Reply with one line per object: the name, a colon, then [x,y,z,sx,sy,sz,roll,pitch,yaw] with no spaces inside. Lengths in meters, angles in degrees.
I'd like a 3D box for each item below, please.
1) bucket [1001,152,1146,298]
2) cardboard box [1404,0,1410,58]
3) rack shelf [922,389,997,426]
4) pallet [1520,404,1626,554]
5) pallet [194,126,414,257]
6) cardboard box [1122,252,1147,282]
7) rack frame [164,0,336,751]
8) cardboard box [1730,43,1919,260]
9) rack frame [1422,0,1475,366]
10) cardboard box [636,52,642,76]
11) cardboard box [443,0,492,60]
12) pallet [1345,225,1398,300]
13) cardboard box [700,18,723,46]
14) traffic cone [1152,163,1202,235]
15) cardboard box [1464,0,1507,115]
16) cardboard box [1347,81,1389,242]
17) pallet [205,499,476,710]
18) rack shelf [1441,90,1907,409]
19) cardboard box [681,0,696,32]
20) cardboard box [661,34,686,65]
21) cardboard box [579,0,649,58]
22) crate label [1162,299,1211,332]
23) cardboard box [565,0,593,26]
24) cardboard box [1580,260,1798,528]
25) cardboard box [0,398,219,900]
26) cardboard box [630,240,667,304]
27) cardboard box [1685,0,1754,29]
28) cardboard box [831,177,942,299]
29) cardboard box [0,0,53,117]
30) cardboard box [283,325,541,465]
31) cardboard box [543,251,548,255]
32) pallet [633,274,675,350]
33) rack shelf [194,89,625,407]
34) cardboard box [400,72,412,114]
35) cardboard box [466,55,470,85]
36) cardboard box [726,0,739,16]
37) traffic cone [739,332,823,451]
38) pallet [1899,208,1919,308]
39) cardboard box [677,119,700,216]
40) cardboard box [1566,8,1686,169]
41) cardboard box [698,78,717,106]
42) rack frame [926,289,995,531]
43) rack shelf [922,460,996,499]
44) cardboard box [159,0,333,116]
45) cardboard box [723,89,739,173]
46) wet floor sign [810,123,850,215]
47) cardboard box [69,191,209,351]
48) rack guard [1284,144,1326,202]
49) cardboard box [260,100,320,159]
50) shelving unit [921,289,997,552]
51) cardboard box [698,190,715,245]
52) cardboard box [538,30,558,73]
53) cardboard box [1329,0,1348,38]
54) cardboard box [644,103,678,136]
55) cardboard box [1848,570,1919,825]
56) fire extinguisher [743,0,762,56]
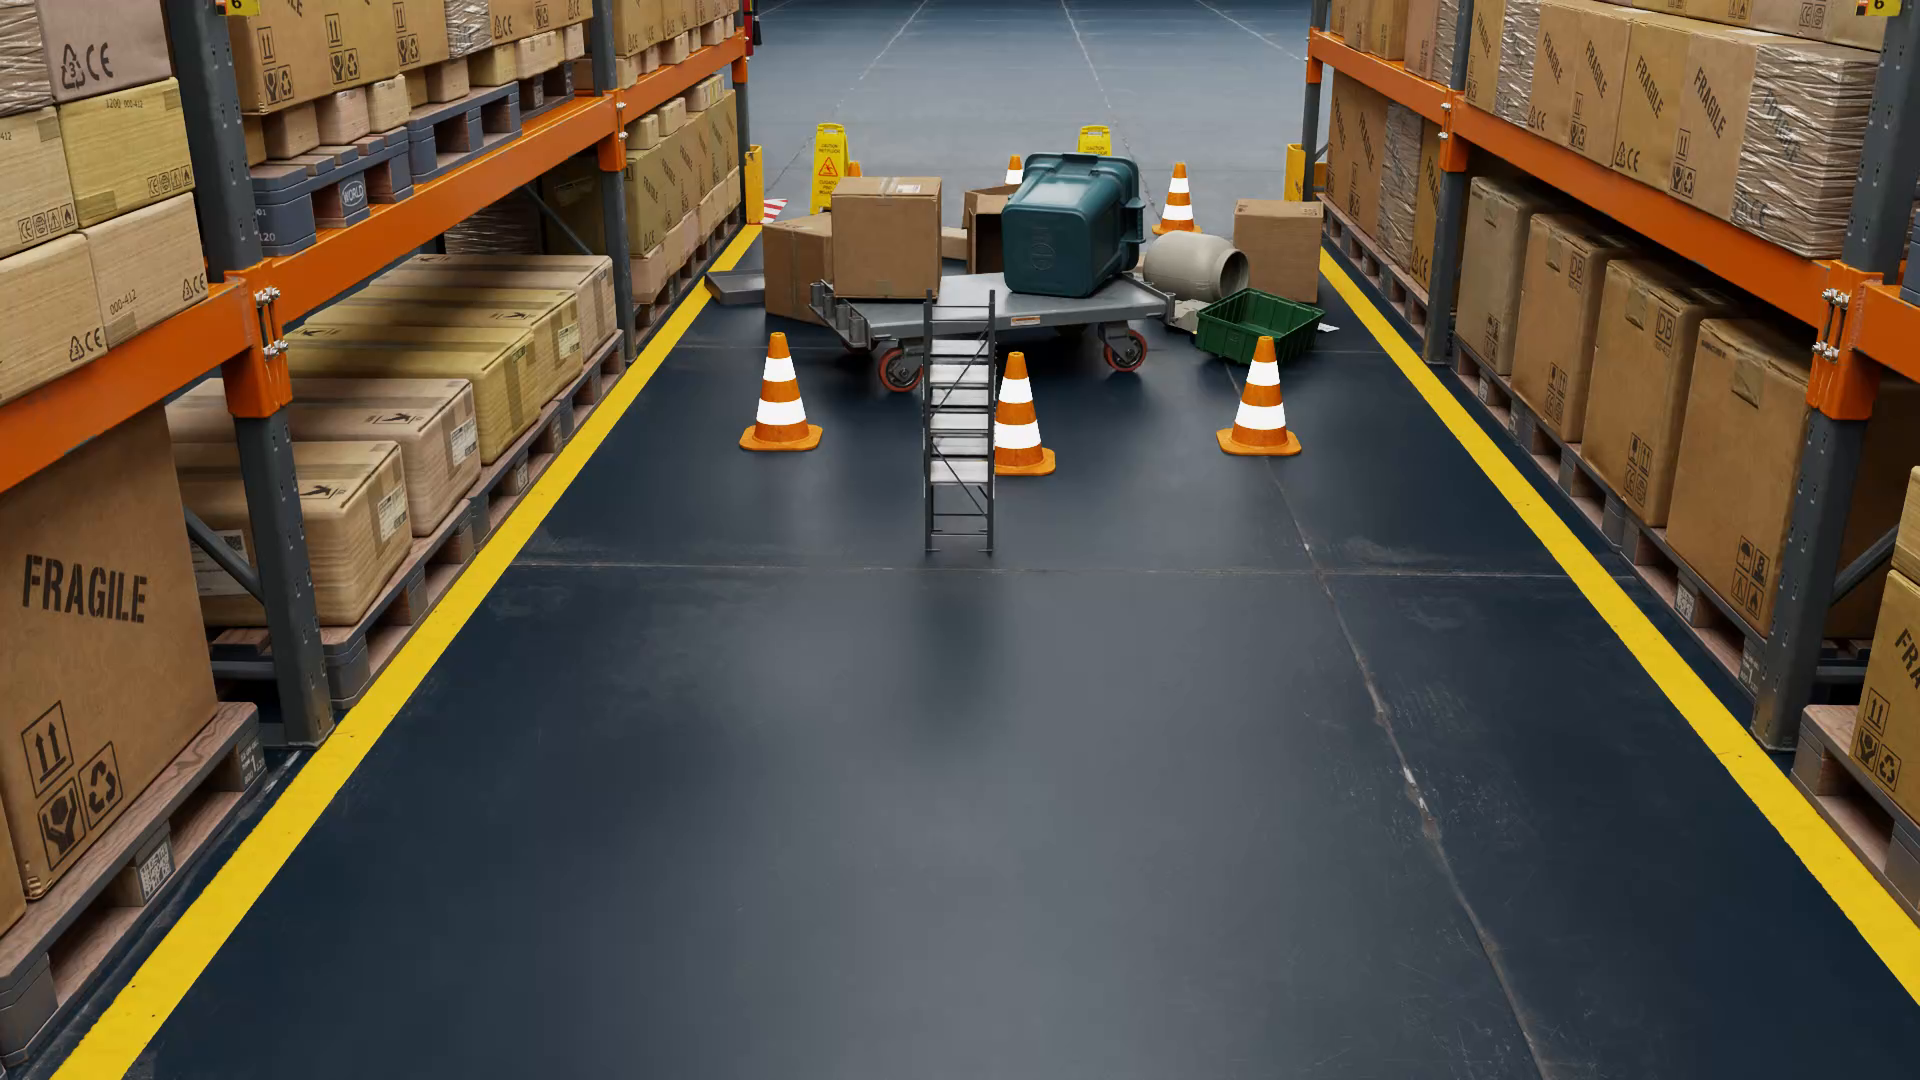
bucket: [0.521,-1.536,8.266,0.726,0.611,0.620,8,33,20]
cardboard box: [2.949,-2.876,9.086,0.875,0.550,0.550,1,21,2]
rack shelf: [0.000,-0.469,5.838,0.258,0.077,0.200,1,21,2]
pallet: [2.839,-0.257,6.400,1.003,0.211,1.213,1,21,2]
pallet: [-2.336,-1.020,4.777,1.213,0.211,1.003,1,21,2]
cardboard box: [1.033,-1.646,9.905,0.396,0.266,0.258,4,22,11]
rack frame: [-2.251,-0.851,4.075,1.000,3.000,0.127,1,21,2]
cardboard box: [2.445,-1.045,4.438,0.500,0.500,0.500,1,21,2]
rack frame: [2.822,-2.279,7.756,1.000,3.000,0.127,1,21,2]
cardboard box: [-1.866,-2.479,8.618,0.380,0.149,0.250,1,21,1]
cardboard box: [-1.965,-1.953,5.787,0.500,0.500,0.500,0,21,0]
pallet: [2.957,-1.696,10.107,1.003,0.211,1.213,1,21,2]
cardboard box: [-1.709,-3.210,10.503,0.380,0.149,0.250,1,21,3]
traffic cone: [1.508,-2.366,11.488,0.336,0.463,0.334,1,21,2]
cardboard box: [2.537,-2.139,7.256,0.500,0.500,0.500,1,21,2]
cardboard box: [2.964,-2.367,10.338,0.875,0.875,0.875,0,21,1]
pallet: [-2.226,0.167,5.308,1.003,0.211,1.213,1,21,2]
rack shelf: [2.761,-1.221,6.023,1.077,0.370,4.000,1,21,2]
cardboard box: [-1.821,-3.185,9.540,0.500,0.500,0.500,1,21,2]
cardboard box: [-1.751,-2.753,9.324,0.380,0.149,0.250,1,21,2]
cardboard box: [-1.837,-2.638,8.133,0.500,0.500,0.500,1,21,1]
crate label: [1.240,-1.204,8.943,0.298,0.136,0.250,-16,26,-35]
cardboard box: [-1.914,-2.509,7.218,0.500,0.500,0.500,0,21,1]
cardboard box: [2.832,-0.515,5.740,1.050,0.750,0.750,1,21,2]
cardboard box: [-2.355,0.193,3.742,0.875,0.875,0.875,0,21,1]
cardboard box: [-1.841,-1.421,8.766,0.500,0.250,0.500,0,21,-1]
cardboard box: [2.751,-1.876,5.198,0.700,0.500,0.500,0,21,1]
cardboard box: [-0.349,-1.476,8.095,0.500,0.500,0.500,1,21,2]
cardboard box: [-2.012,-0.988,2.909,0.500,0.500,0.500,1,21,3]
cardboard box: [-2.181,-0.567,6.395,0.950,0.372,0.625,1,21,3]
cardboard box: [-2.380,-1.428,8.783,0.500,0.250,0.500,2,21,4]
pallet: [-2.144,-1.240,8.934,1.003,0.211,1.213,1,21,2]
rack shelf: [-2.190,-1.239,6.069,1.077,0.370,4.000,1,21,2]
cardboard box: [-2.000,-1.433,5.341,0.380,0.149,0.250,2,21,5]
cardboard box: [-2.025,-1.724,6.092,0.380,0.149,0.250,0,21,0]
cardboard box: [-1.749,-3.729,10.945,0.500,0.500,0.500,0,21,1]
traffic cone: [-0.768,-0.651,7.066,0.336,0.463,0.334,1,21,2]
pallet: [2.785,-0.485,3.397,1.213,0.211,1.003,1,21,2]
cardboard box: [-1.819,-2.152,9.613,0.500,0.500,0.500,2,21,4]
cardboard box: [2.489,-1.592,5.847,0.500,0.500,0.500,1,21,2]
cardboard box: [-1.726,-2.792,10.366,0.380,0.149,0.250,1,21,3]
rack frame: [0.003,-0.453,5.953,0.240,0.900,0.006,1,21,2]
rack shelf: [0.000,-0.218,5.936,0.258,0.077,0.200,1,21,2]
cardboard box: [-2.006,-1.392,4.340,0.500,0.500,0.500,0,21,0]
cardboard box: [-1.771,-2.714,11.062,0.500,0.500,0.500,1,21,2]
wet floor sign: [-0.932,-2.703,12.103,0.267,0.644,0.232,8,23,20]
cardboard box: [-2.007,-0.595,3.624,0.500,0.250,0.500,0,21,0]
rack guard: [2.944,-2.569,11.958,1.175,0.500,0.348,1,21,2]
cardboard box: [-2.013,-1.147,4.605,0.380,0.149,0.250,-1,21,-2]
shelving unit: [0.000,-0.417,5.859,0.258,0.900,0.210,1,21,2]
cardboard box: [-1.797,-1.986,10.220,0.500,0.250,0.500,0,21,0]
cardboard box: [-1.867,-1.998,6.798,0.380,0.149,0.250,0,21,1]
cardboard box: [2.977,-3.661,11.110,0.875,0.550,0.550,1,21,2]
cardboard box: [-1.764,-2.304,9.107,0.380,0.149,0.250,1,21,4]
cardboard box: [2.424,0.390,3.753,0.500,0.500,0.500,0,21,-1]
fire extinguisher: [-1.543,-3.744,11.638,0.296,0.674,0.183,1,21,2]
